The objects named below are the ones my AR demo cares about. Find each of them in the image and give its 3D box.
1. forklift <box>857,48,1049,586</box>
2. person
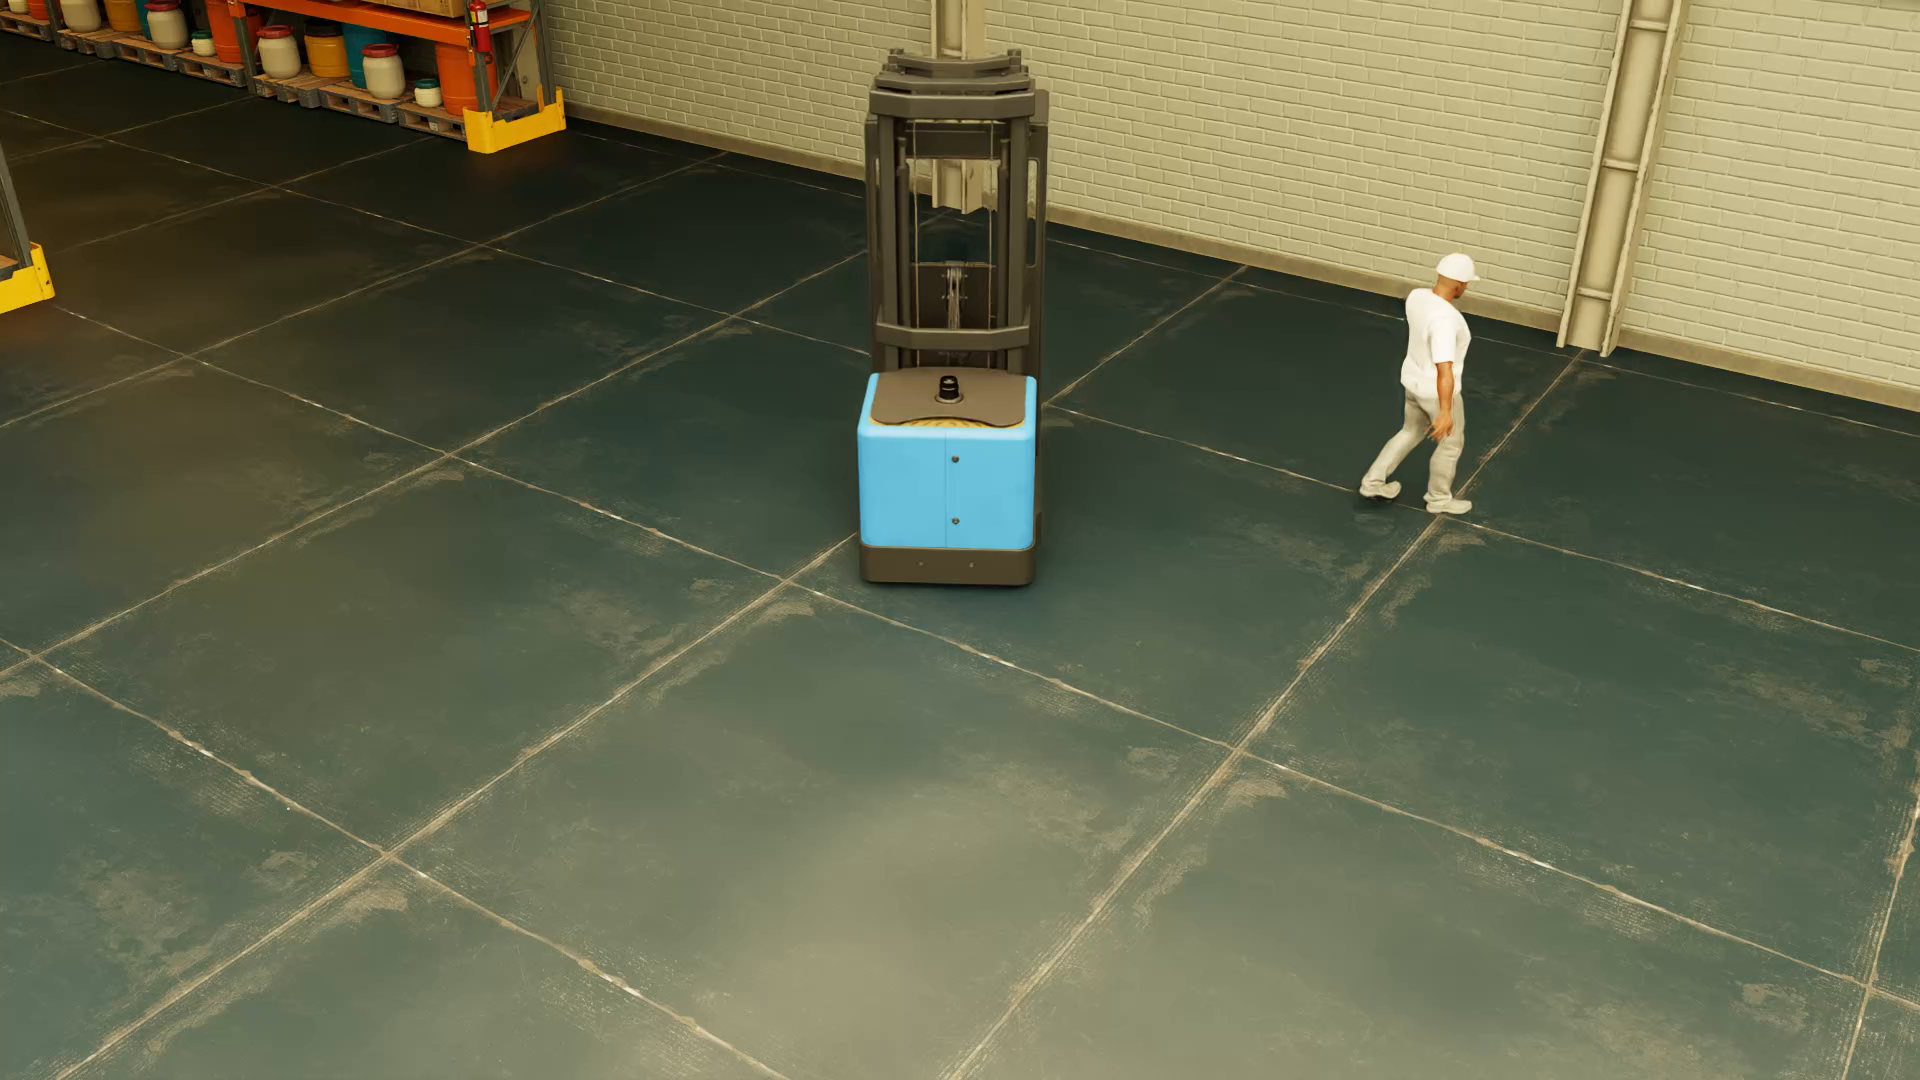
[{"bbox_3d":[-0.009,-1.704,10.516,1.130,2.935,3.031,1,30,2],"label":"forklift"},{"bbox_3d":[2.993,-0.963,10.428,0.739,1.745,0.982,-6,31,-11],"label":"person"}]
